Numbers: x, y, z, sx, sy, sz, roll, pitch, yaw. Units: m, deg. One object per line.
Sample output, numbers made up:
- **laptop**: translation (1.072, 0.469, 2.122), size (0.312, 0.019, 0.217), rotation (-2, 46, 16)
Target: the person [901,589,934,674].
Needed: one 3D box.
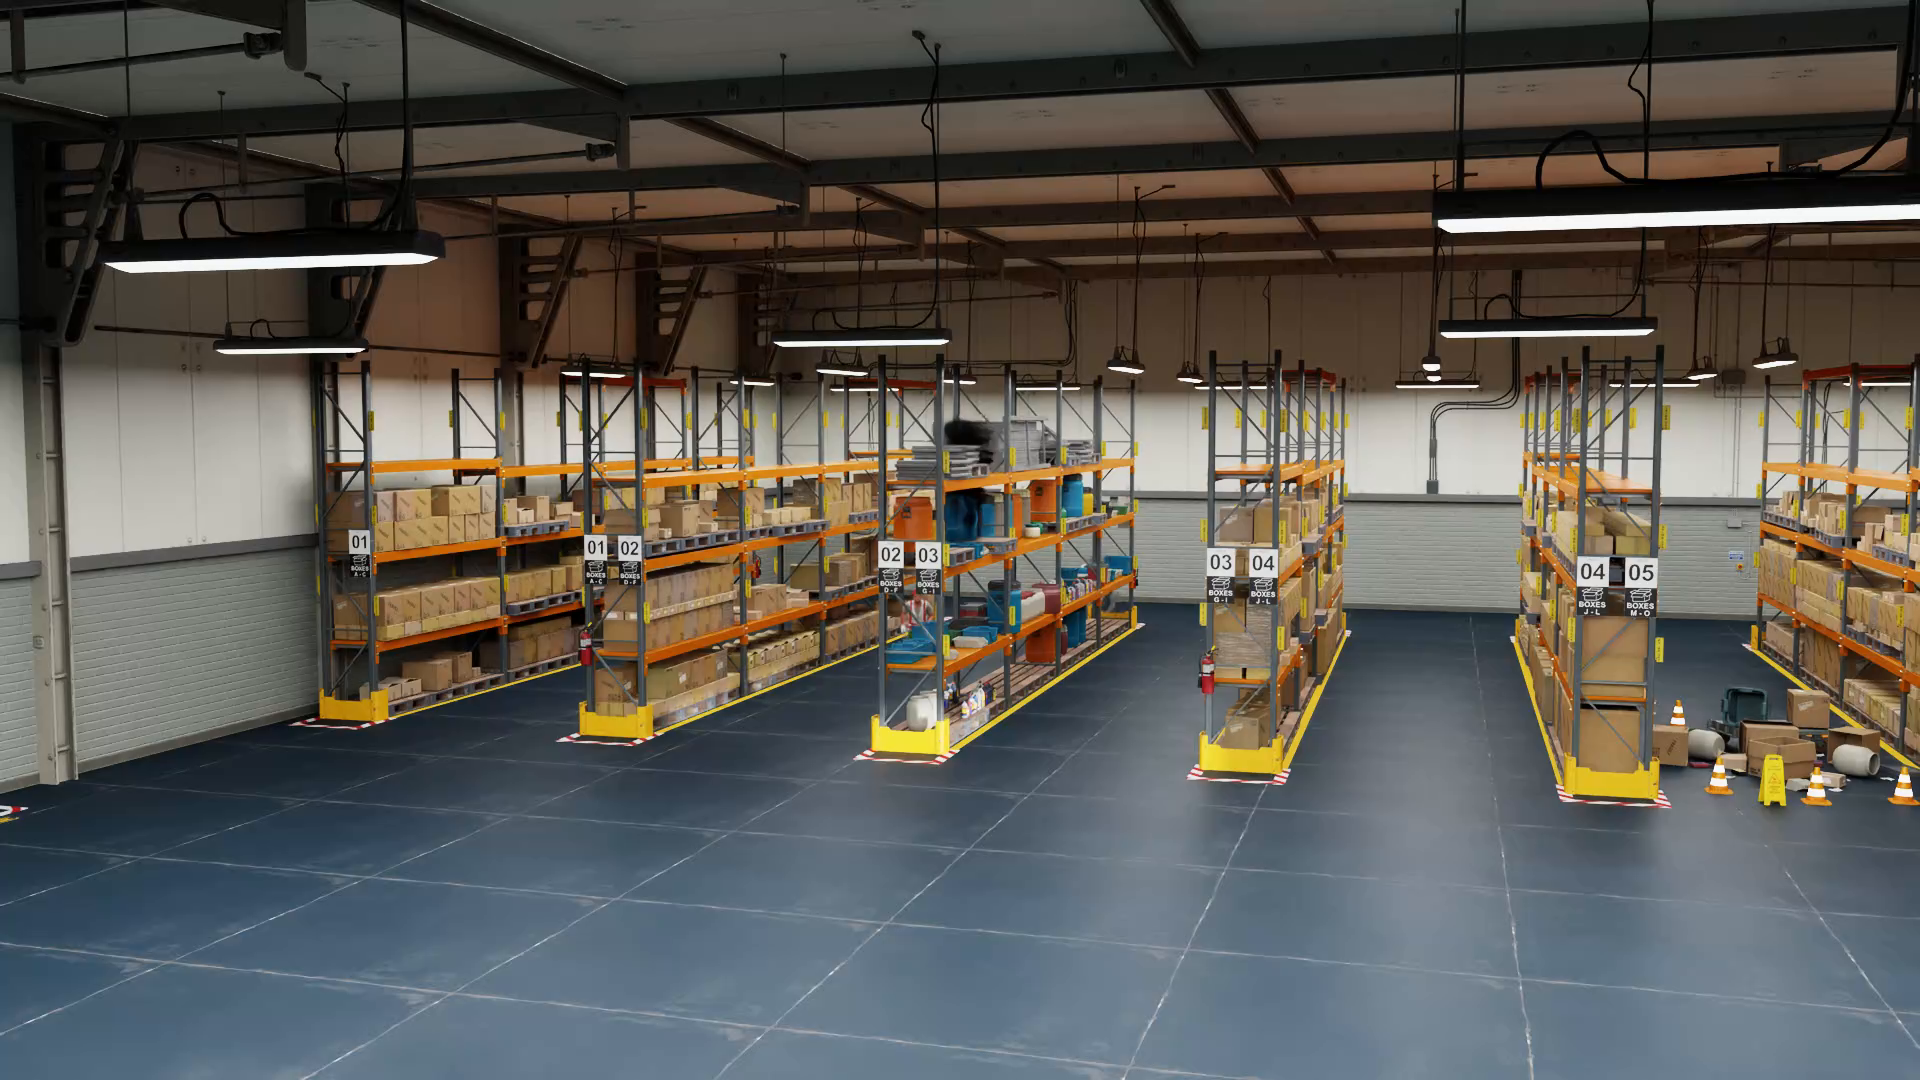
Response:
- **person**: translation (-0.846, 1.798, 32.949), size (0.663, 1.713, 0.686), rotation (0, 4, -1)

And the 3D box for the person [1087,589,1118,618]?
- **person**: translation (3.579, 1.223, 41.626), size (0.635, 1.612, 0.723), rotation (4, 6, 44)
